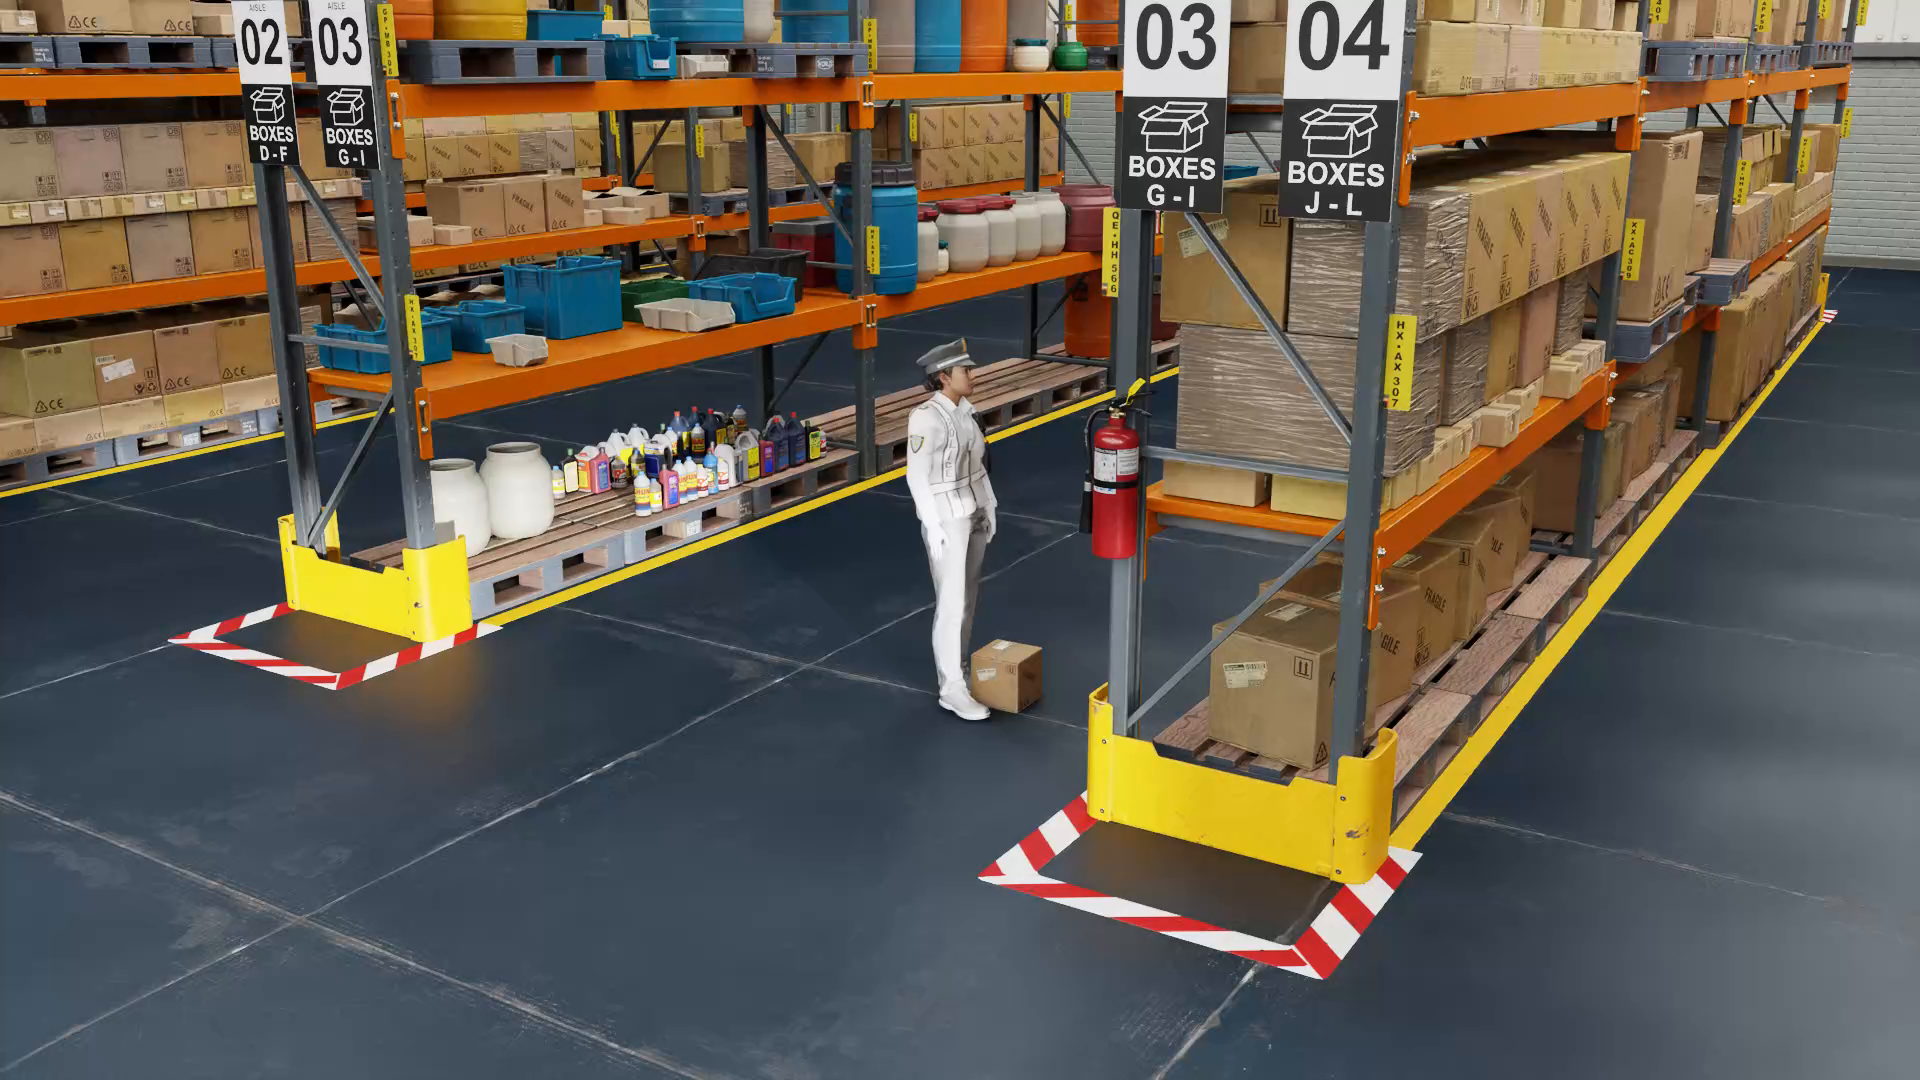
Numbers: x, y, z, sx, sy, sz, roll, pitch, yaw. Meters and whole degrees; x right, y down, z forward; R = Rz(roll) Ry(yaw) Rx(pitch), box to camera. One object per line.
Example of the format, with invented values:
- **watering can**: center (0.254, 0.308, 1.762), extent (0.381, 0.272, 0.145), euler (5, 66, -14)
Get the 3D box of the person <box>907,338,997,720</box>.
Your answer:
- **person**: center (0.030, -0.083, 7.728), extent (0.534, 1.697, 0.587), euler (10, 19, 30)
